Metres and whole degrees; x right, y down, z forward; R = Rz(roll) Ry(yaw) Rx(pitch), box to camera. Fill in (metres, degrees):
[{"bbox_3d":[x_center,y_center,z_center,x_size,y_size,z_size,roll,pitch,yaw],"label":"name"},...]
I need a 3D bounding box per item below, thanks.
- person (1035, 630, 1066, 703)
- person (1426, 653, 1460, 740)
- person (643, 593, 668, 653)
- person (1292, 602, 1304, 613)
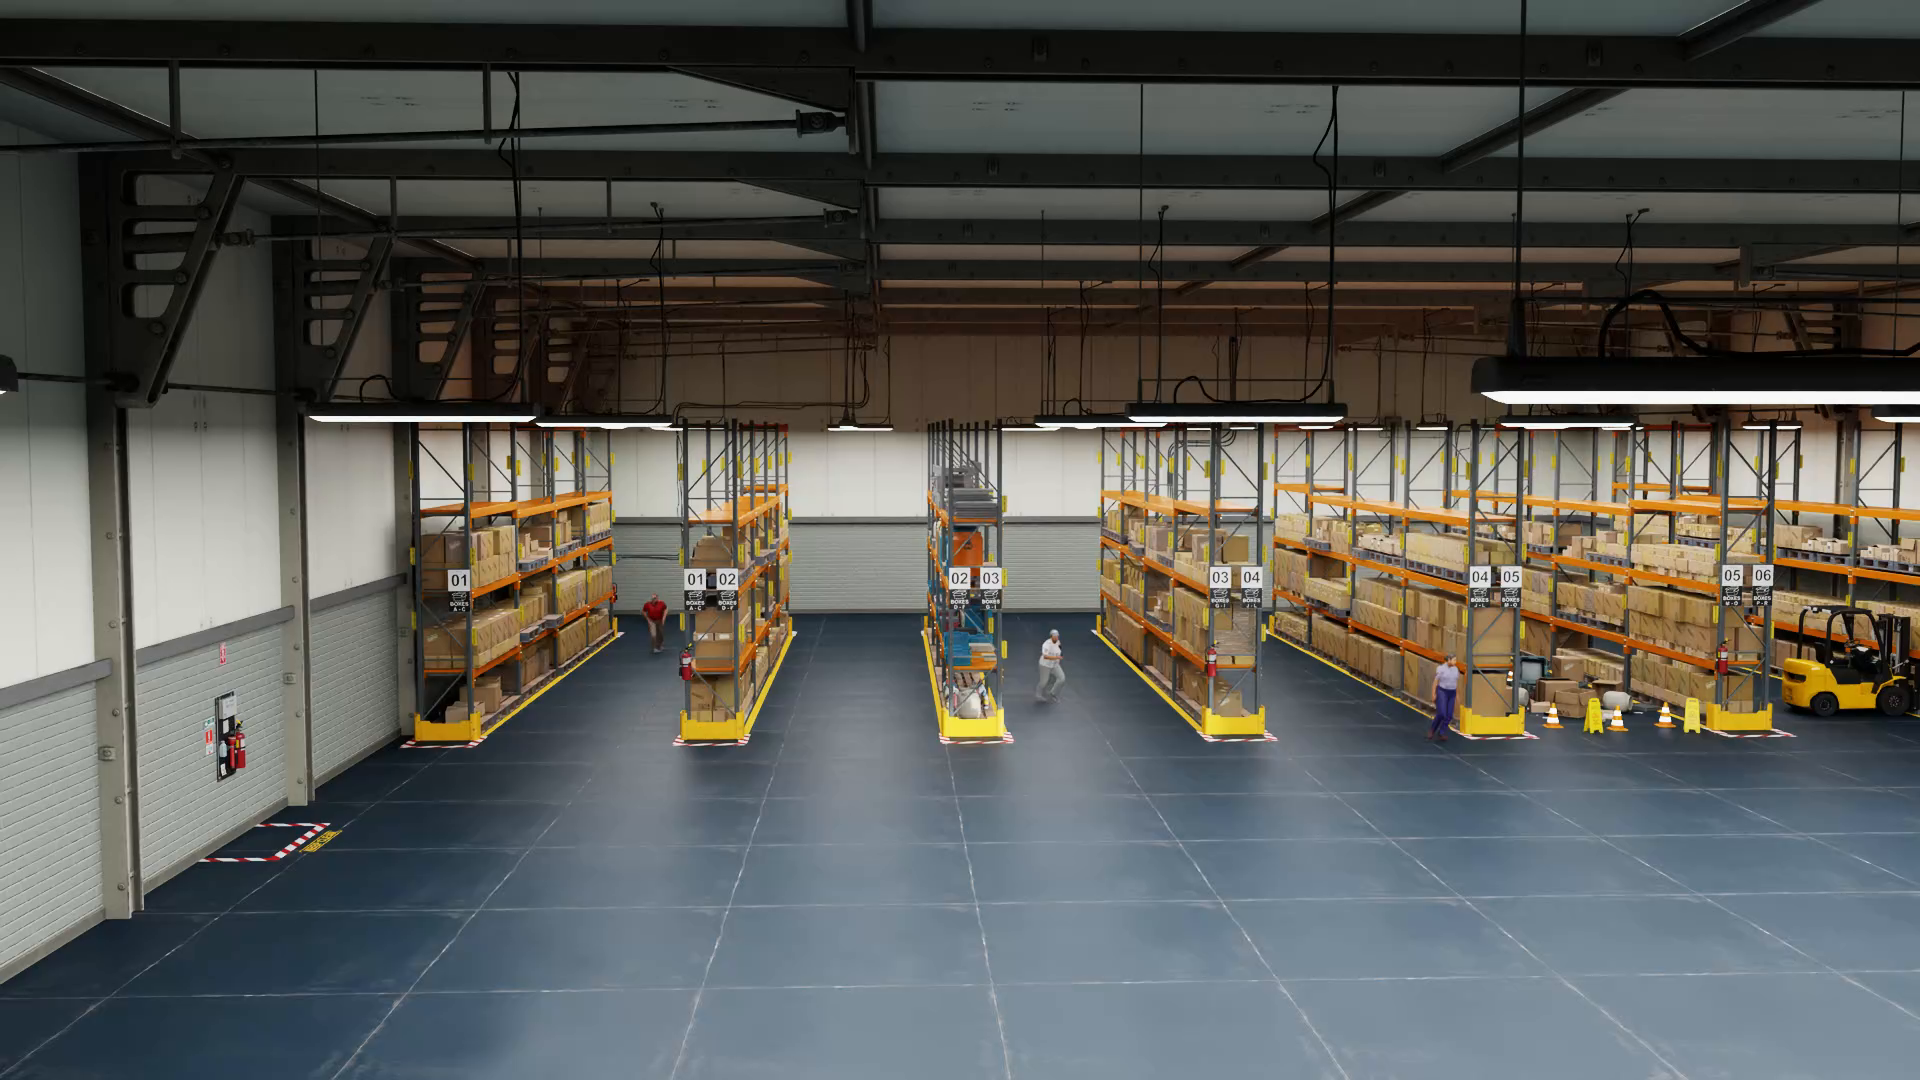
[{"bbox_3d":[1.932,2.678,35.275,0.607,1.589,0.904,-3,4,-35],"label":"person"},{"bbox_3d":[9.021,2.904,30.983,0.619,1.631,0.427,-1,4,-22],"label":"person"},{"bbox_3d":[-7.975,2.153,43.548,0.713,1.585,0.846,-2,4,-29],"label":"person"},{"bbox_3d":[10.198,1.684,49.729,0.809,1.735,0.590,-3,5,-37],"label":"person"}]
